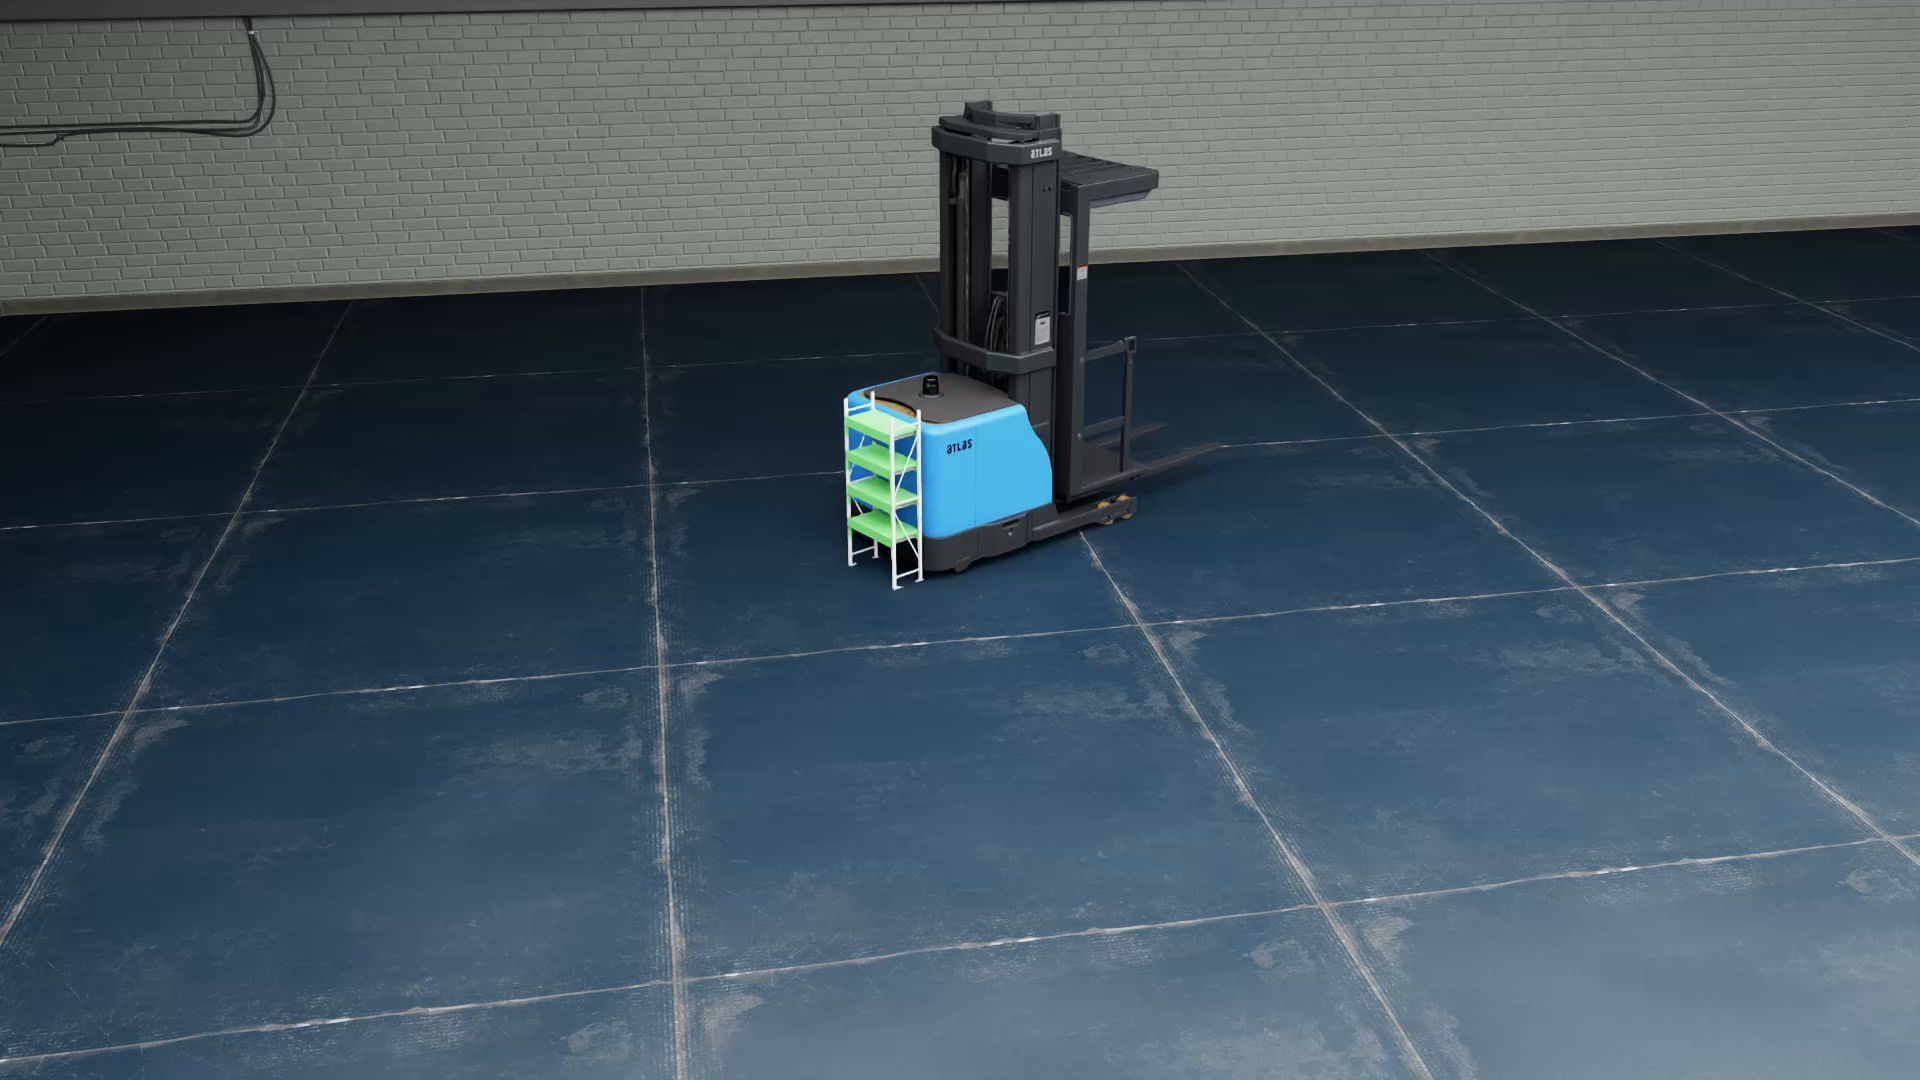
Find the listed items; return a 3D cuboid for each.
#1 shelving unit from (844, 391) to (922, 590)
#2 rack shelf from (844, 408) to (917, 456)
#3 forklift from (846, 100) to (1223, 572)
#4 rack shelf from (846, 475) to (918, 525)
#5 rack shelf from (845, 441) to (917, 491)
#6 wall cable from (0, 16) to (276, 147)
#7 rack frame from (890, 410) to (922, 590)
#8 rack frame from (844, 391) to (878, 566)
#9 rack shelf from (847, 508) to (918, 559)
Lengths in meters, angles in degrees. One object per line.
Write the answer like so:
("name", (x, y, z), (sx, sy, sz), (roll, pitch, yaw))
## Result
("shelving unit", (-0.506, -0.326, 10.998), (0.258, 1.200, 0.503), (-19, 30, -36))
("rack shelf", (-0.506, -0.708, 10.832), (0.258, 0.148, 0.480), (-19, 30, -36))
("forklift", (0.664, -1.595, 11.741), (3.031, 2.935, 1.130), (-18, 30, -36))
("rack shelf", (-0.506, -0.268, 11.024), (0.258, 0.148, 0.480), (-19, 30, -36))
("rack shelf", (-0.506, -0.488, 10.928), (0.258, 0.148, 0.480), (-19, 30, -36))
("wall cable", (-8.369, -5.090, 16.040), (3.097, 2.526, 0.112), (-4, 24, -10))
("rack frame", (-0.350, -0.252, 10.827), (0.240, 1.200, 0.015), (-19, 30, -36))
("rack frame", (-0.663, -0.401, 11.170), (0.240, 1.200, 0.015), (-19, 30, -36))
("rack shelf", (-0.506, -0.048, 11.120), (0.258, 0.148, 0.480), (-19, 30, -36))
